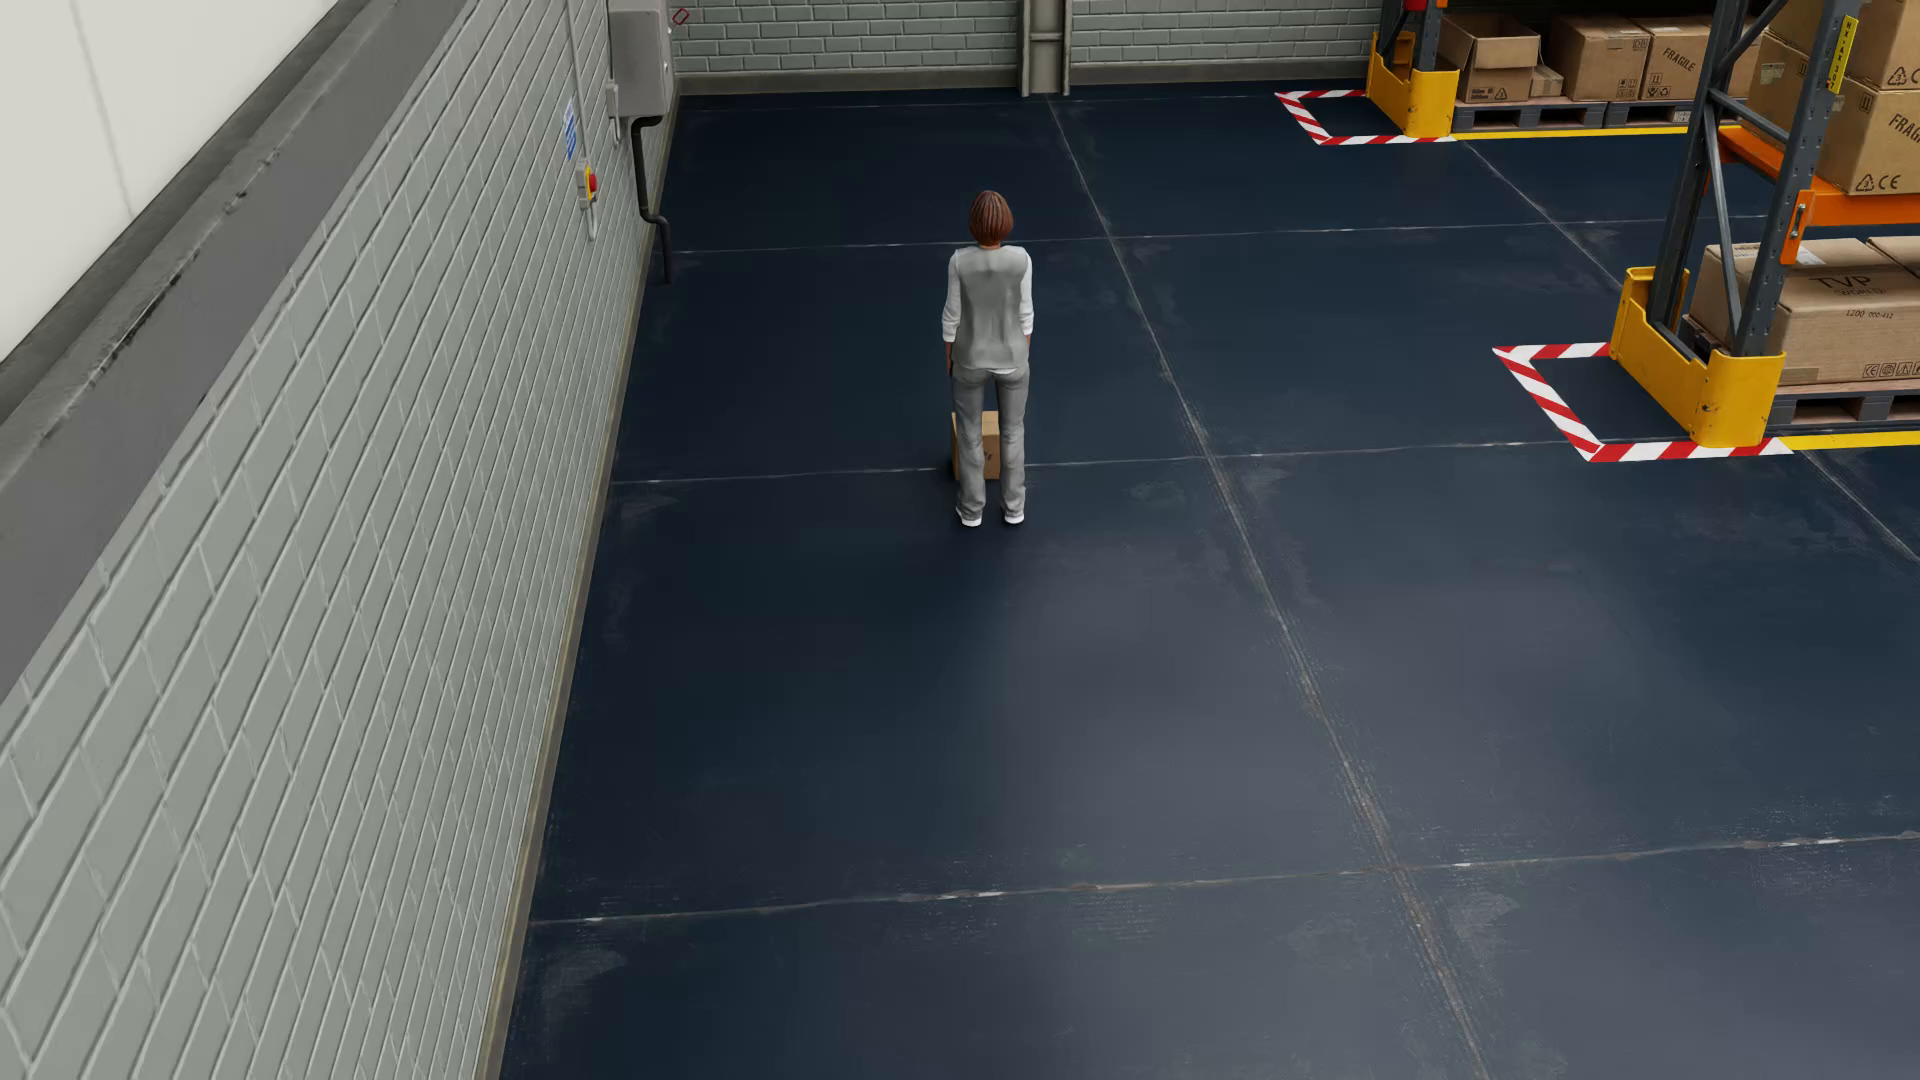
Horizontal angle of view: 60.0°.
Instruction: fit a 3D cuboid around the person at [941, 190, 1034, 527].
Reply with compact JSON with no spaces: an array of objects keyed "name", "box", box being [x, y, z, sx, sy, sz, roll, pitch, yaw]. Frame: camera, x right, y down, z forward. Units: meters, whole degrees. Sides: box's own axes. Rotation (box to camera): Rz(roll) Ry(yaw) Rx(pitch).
[{"name":"person","box":[0.121,-0.796,7.443,0.408,1.596,0.307,-2,32,-3]}]
